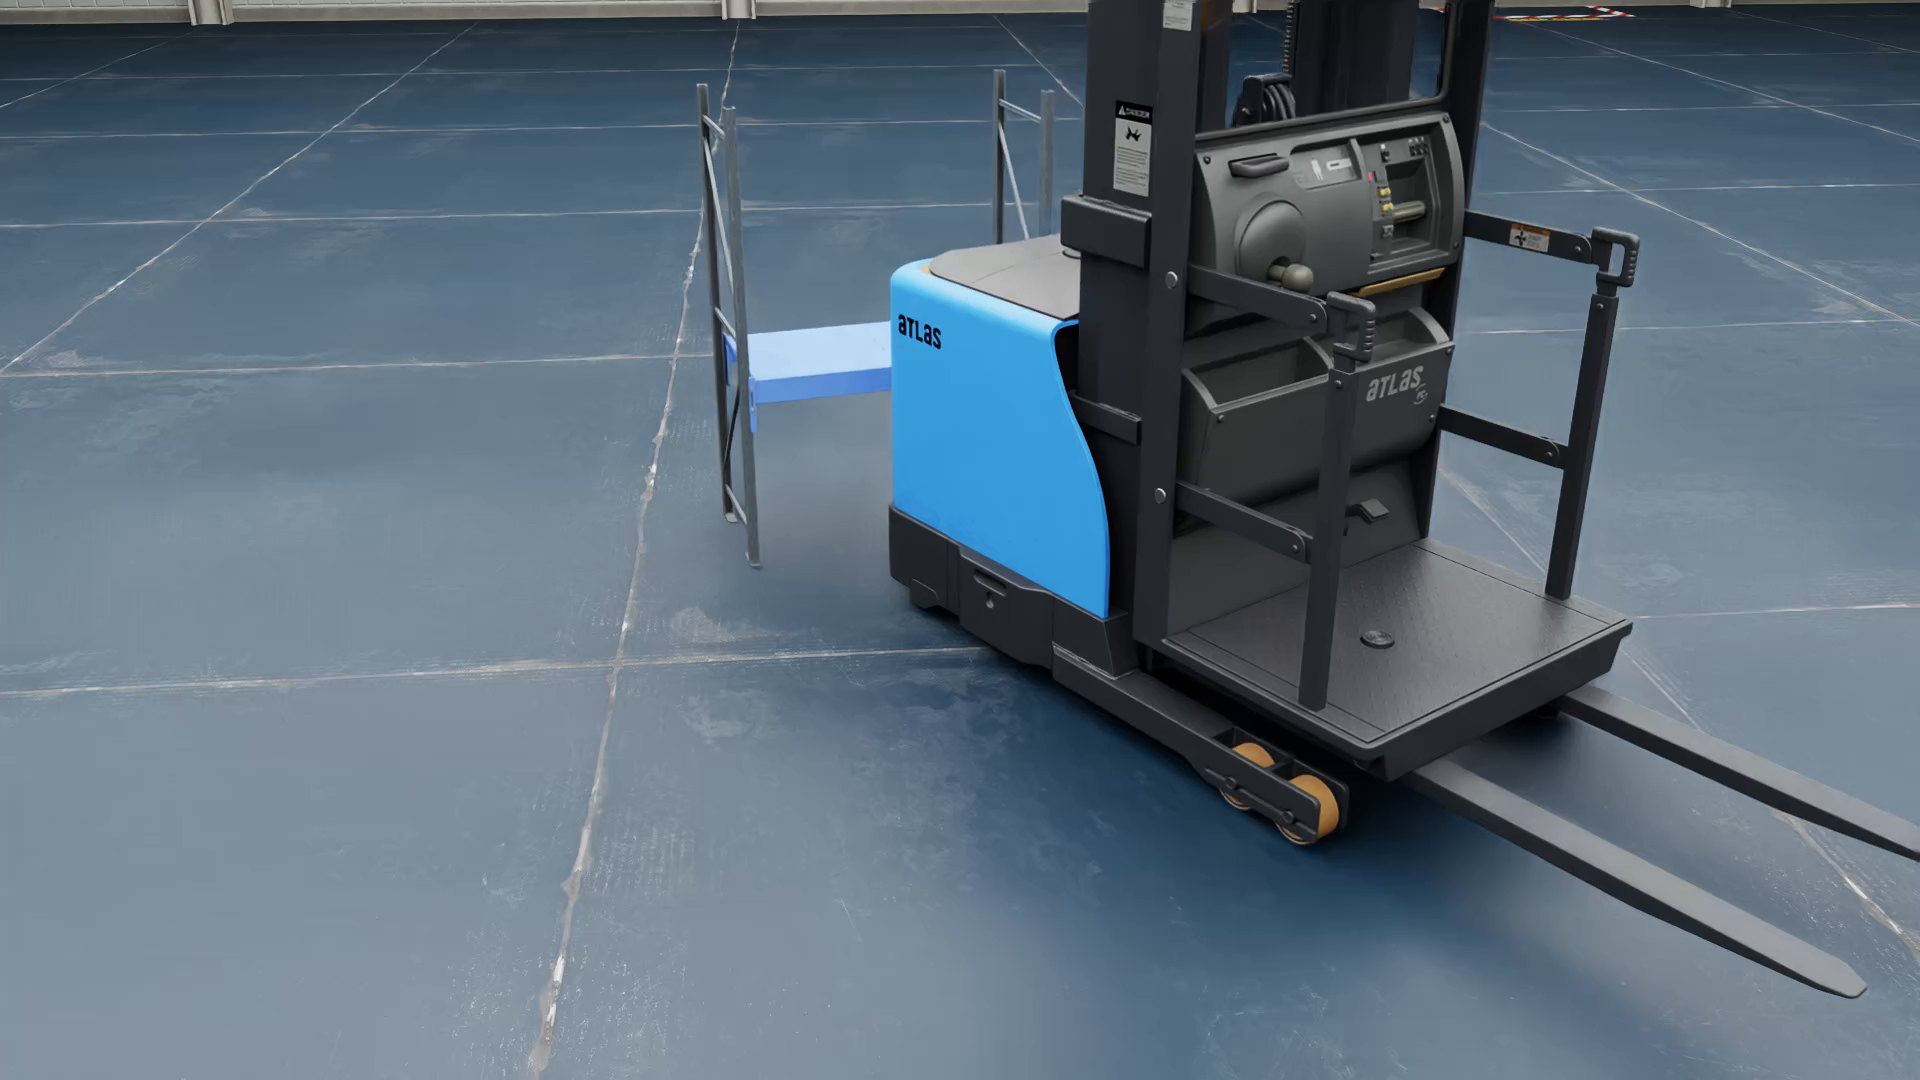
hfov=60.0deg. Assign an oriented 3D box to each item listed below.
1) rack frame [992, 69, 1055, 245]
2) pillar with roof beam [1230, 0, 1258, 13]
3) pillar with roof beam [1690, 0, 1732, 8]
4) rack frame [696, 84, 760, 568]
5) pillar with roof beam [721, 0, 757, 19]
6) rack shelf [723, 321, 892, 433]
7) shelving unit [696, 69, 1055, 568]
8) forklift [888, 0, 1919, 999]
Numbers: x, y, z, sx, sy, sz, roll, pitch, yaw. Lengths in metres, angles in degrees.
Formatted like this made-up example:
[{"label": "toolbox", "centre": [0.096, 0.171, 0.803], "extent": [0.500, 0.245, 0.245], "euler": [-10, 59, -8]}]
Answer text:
[{"label": "rack frame", "centre": [0.206, -0.821, 5.750], "extent": [0.032, 1.500, 0.500], "euler": [-8, 25, -17]}, {"label": "pillar with roof beam", "centre": [3.790, -8.785, 14.435], "extent": [0.400, 9.000, 9.100], "euler": [-2, 24, -5]}, {"label": "pillar with roof beam", "centre": [9.761, -9.024, 14.974], "extent": [0.400, 9.000, 9.100], "euler": [-2, 24, -5]}, {"label": "rack frame", "centre": [-0.760, -0.692, 5.460], "extent": [0.032, 1.500, 0.500], "euler": [-8, 25, -17]}, {"label": "pillar with roof beam", "centre": [13.065, -5.624, 7.324], "extent": [29.331, 9.000, 26.411], "euler": [-2, 24, -5]}, {"label": "rack shelf", "centre": [-0.277, -0.592, 5.678], "extent": [1.000, 0.185, 0.538], "euler": [-8, 25, -17]}, {"label": "shelving unit", "centre": [-0.277, -0.756, 5.605], "extent": [1.048, 1.500, 0.538], "euler": [-8, 25, -17]}, {"label": "forklift", "centre": [1.070, -0.821, 3.989], "extent": [1.130, 2.935, 3.031], "euler": [-17, 29, -34]}]
